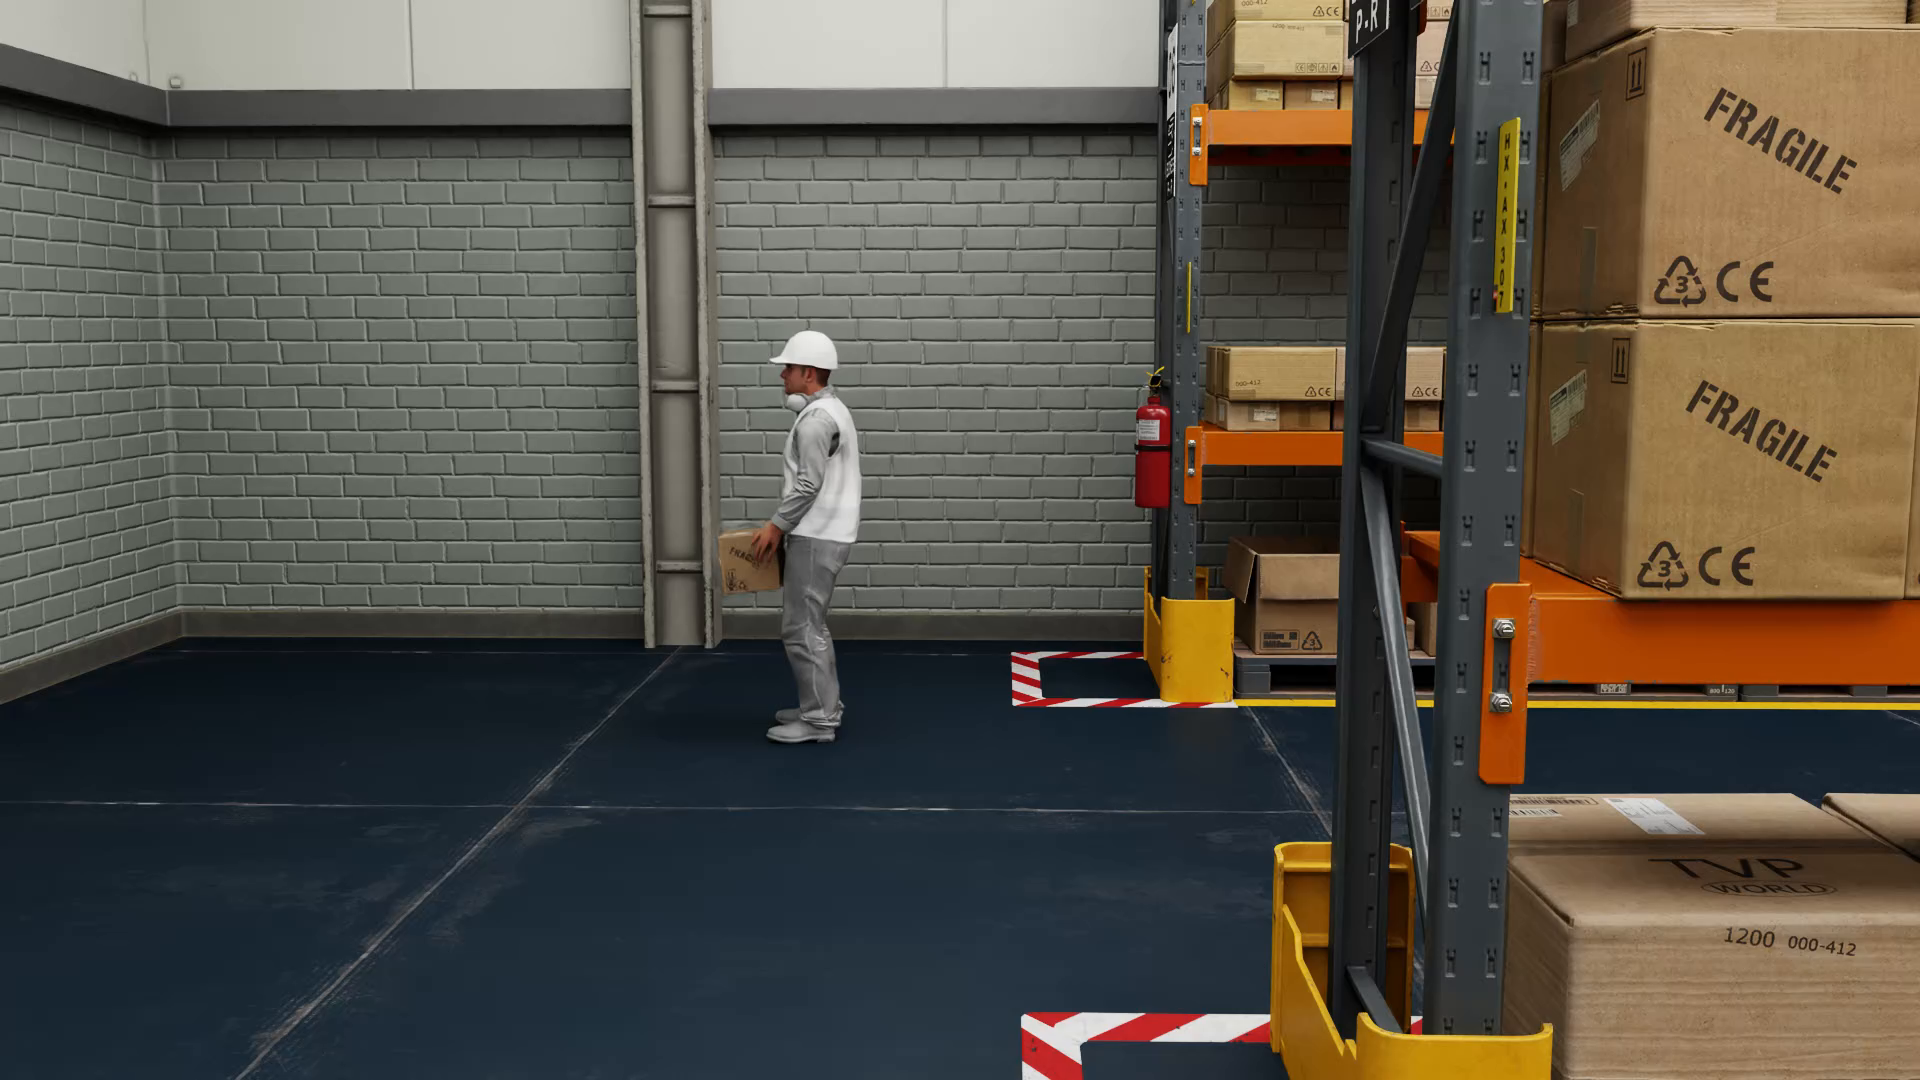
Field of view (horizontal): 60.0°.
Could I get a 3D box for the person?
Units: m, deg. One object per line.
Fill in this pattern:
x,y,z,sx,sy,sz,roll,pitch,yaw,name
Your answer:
-0.665,-0.018,7.278,0.470,1.779,0.546,0,7,0,person
